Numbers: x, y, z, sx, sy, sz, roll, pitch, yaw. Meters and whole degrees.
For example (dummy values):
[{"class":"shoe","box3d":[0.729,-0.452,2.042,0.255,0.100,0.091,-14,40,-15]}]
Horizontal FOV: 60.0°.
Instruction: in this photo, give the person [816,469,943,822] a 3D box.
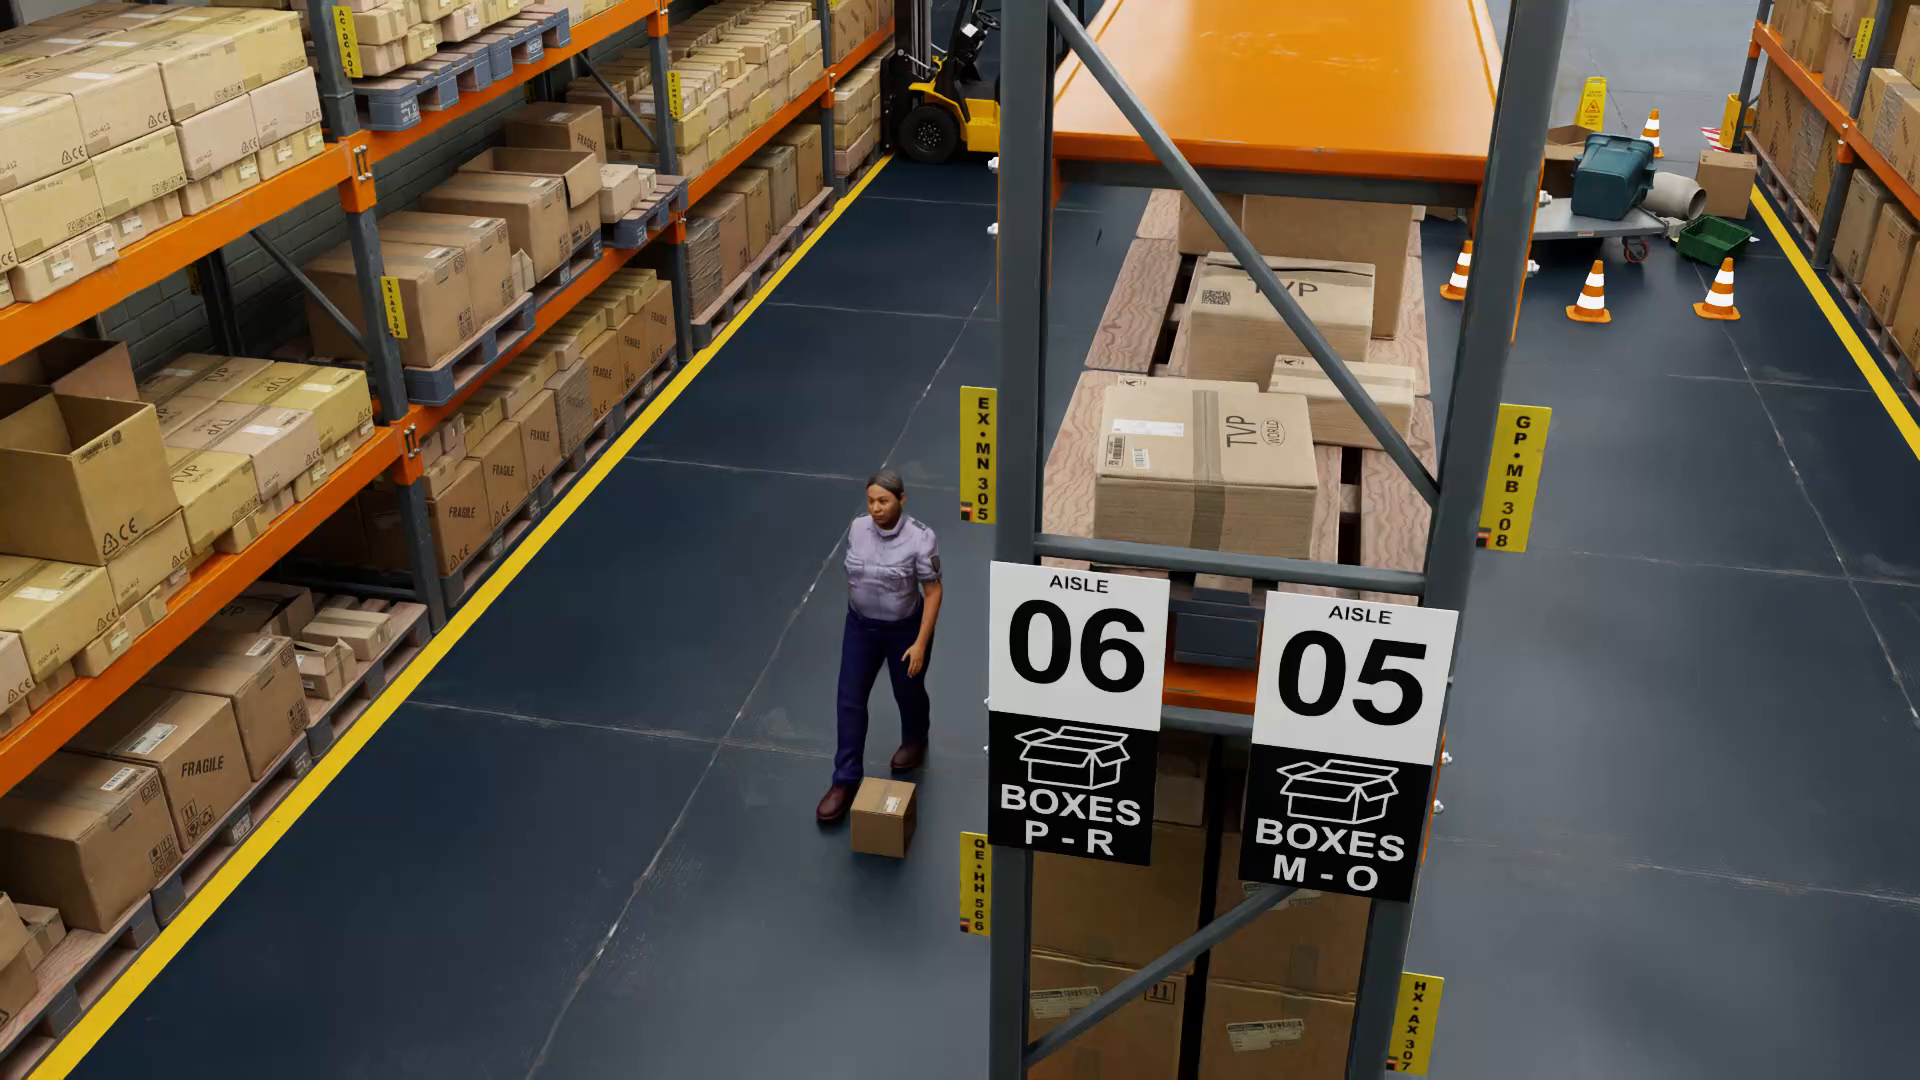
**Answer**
[{"class":"person","box3d":[-0.372,0.489,7.746,0.528,1.623,0.830,9,30,15]}]
